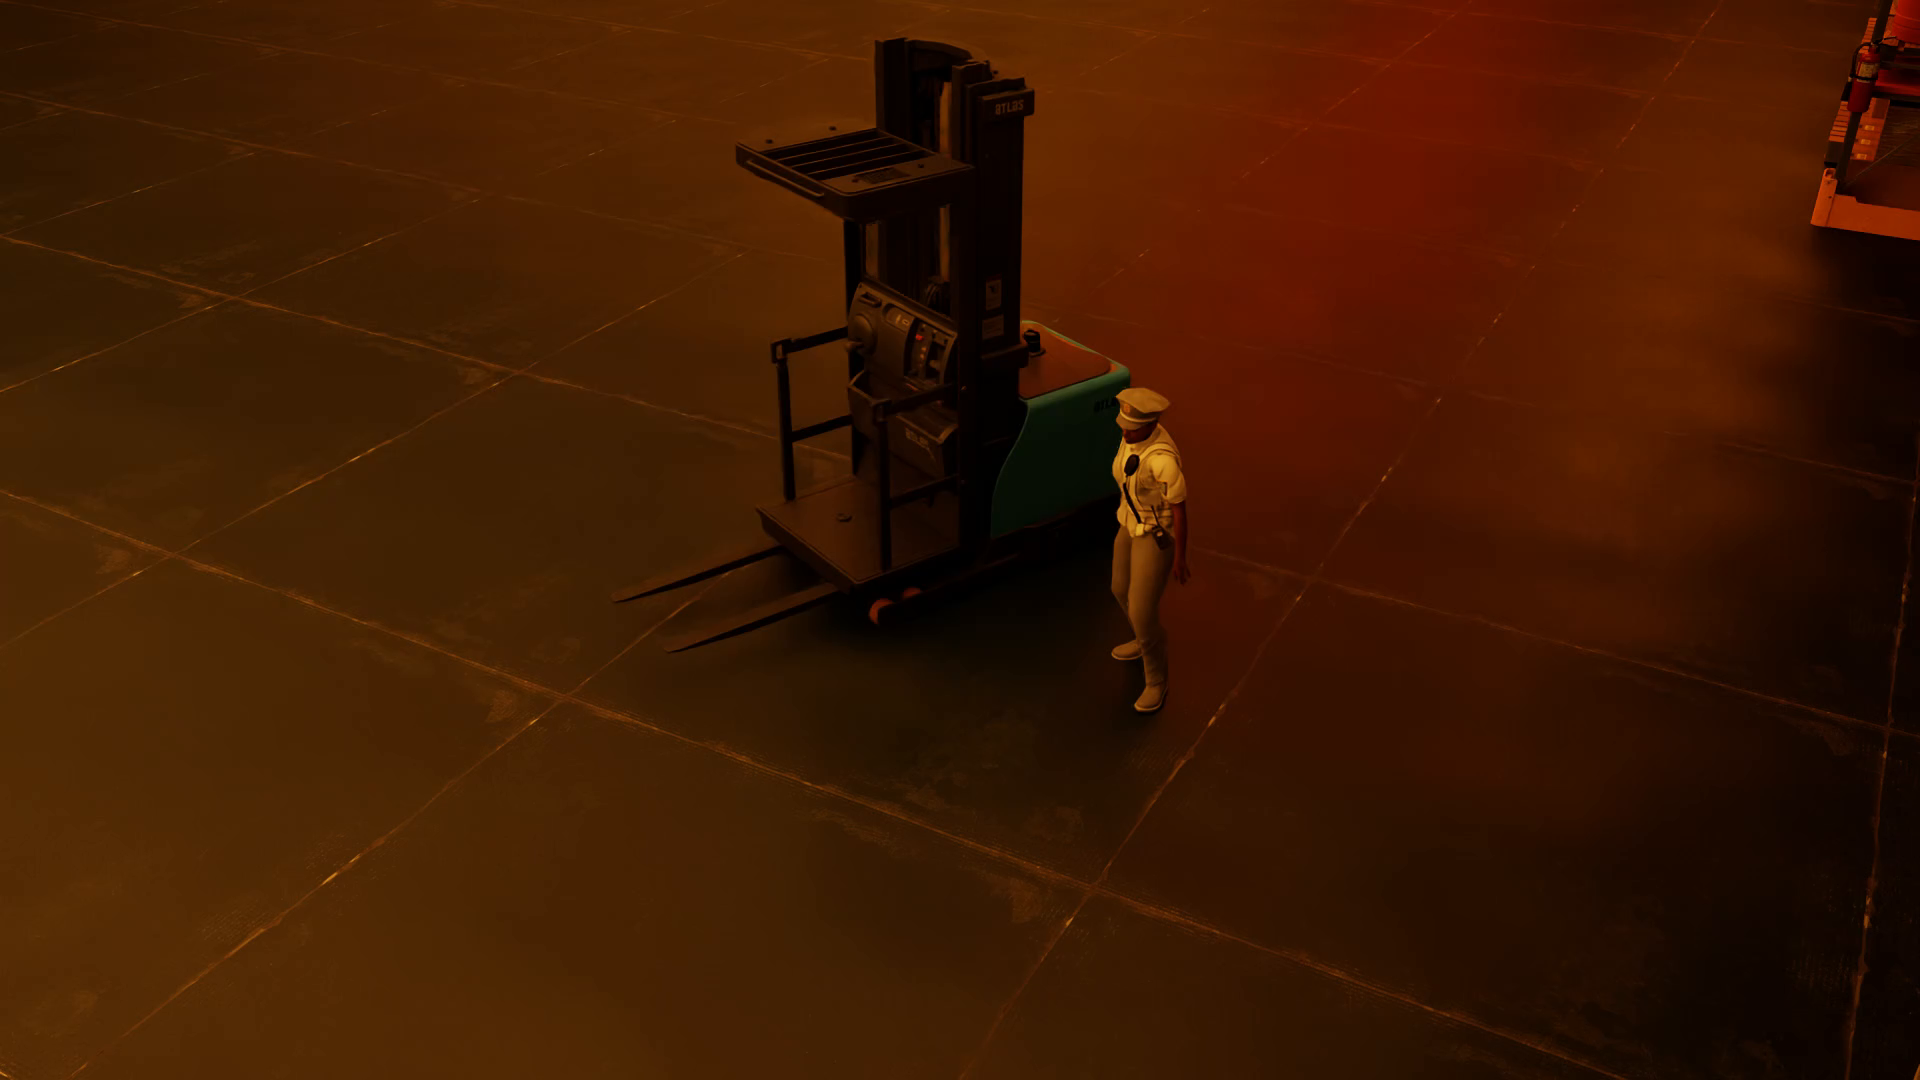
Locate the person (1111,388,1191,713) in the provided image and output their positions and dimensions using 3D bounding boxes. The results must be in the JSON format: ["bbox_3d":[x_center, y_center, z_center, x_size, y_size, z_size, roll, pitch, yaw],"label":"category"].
[{"bbox_3d":[0.945,-0.011,8.411,0.411,1.631,0.791,-9,31,-15],"label":"person"}]

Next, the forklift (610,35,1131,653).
[{"bbox_3d":[-0.487,-1.082,8.945,3.031,2.935,1.130,-20,36,-31],"label":"forklift"}]
